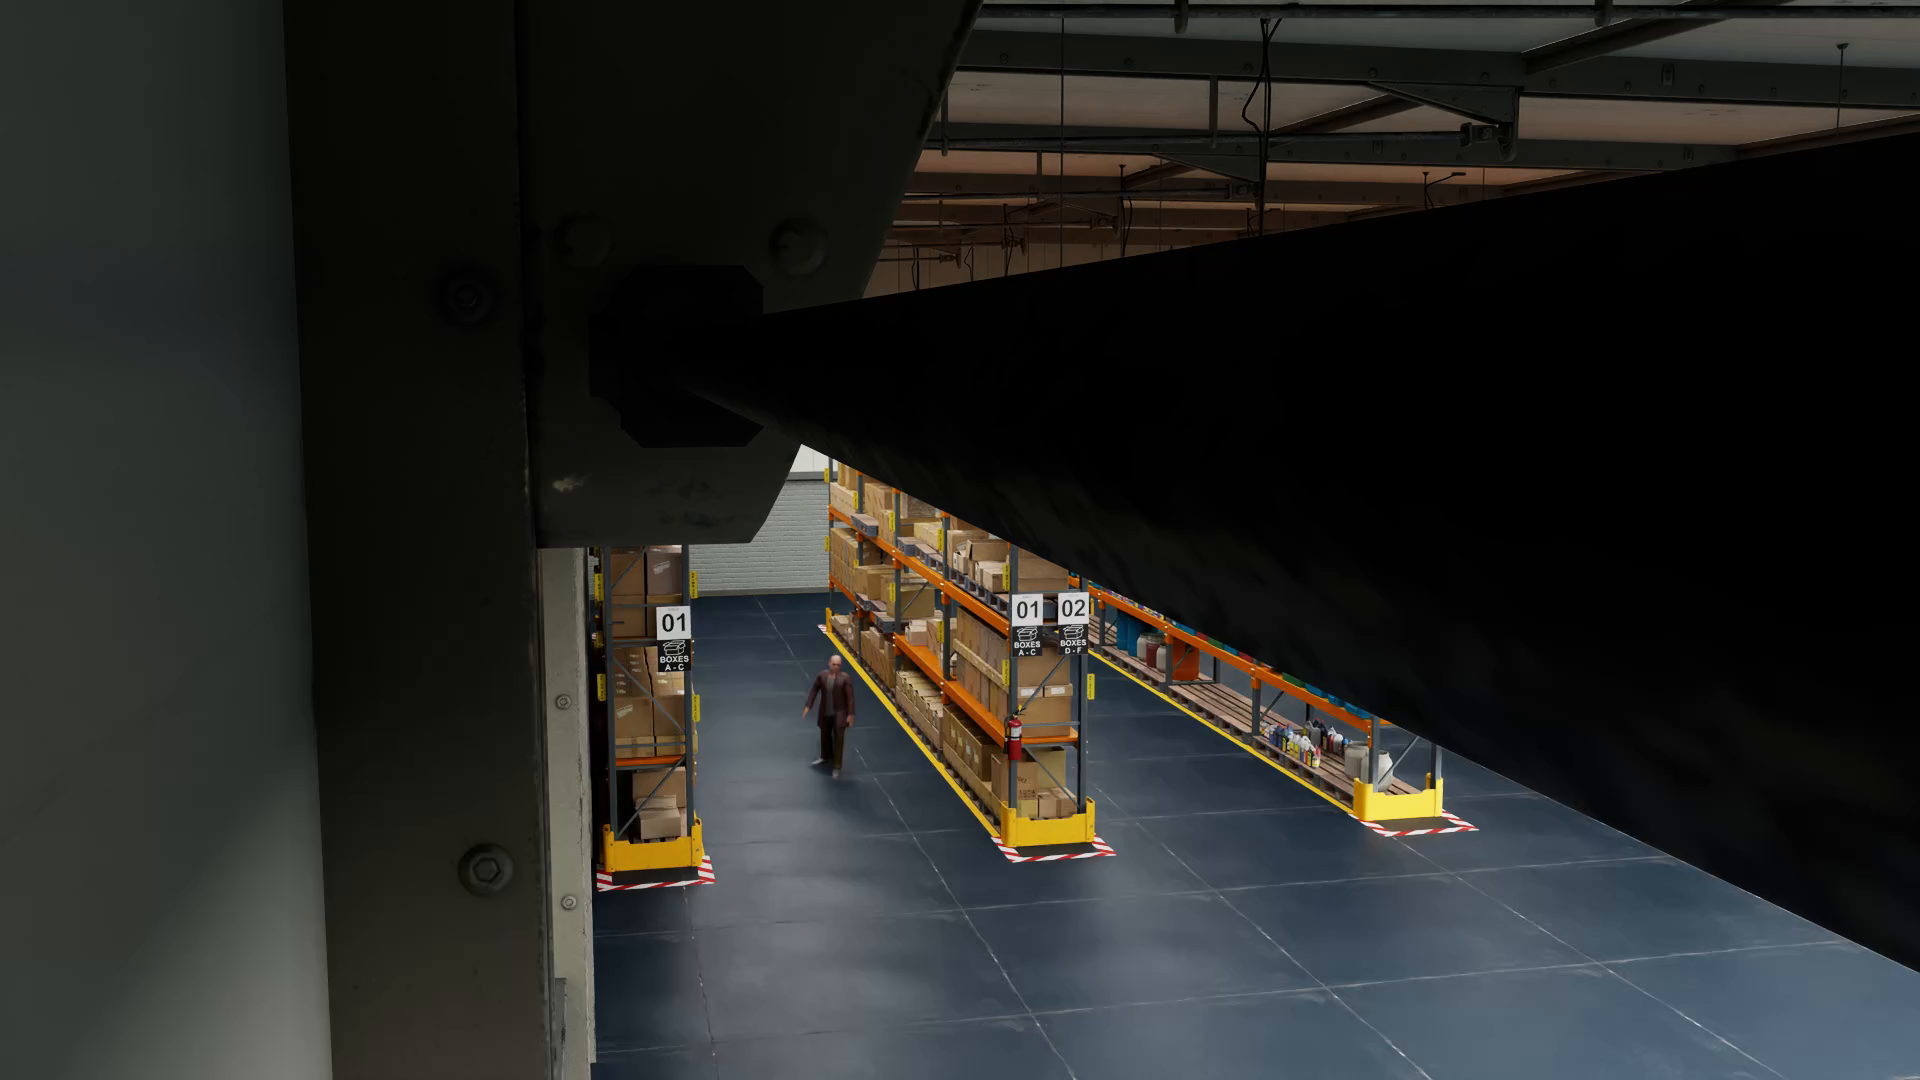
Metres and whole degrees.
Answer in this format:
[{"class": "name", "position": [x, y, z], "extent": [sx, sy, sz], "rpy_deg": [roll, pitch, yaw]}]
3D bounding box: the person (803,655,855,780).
[{"class": "person", "position": [-1.917, 2.560, 24.504], "extent": [0.771, 1.778, 0.827], "rpy_deg": [2, 7, 15]}]
